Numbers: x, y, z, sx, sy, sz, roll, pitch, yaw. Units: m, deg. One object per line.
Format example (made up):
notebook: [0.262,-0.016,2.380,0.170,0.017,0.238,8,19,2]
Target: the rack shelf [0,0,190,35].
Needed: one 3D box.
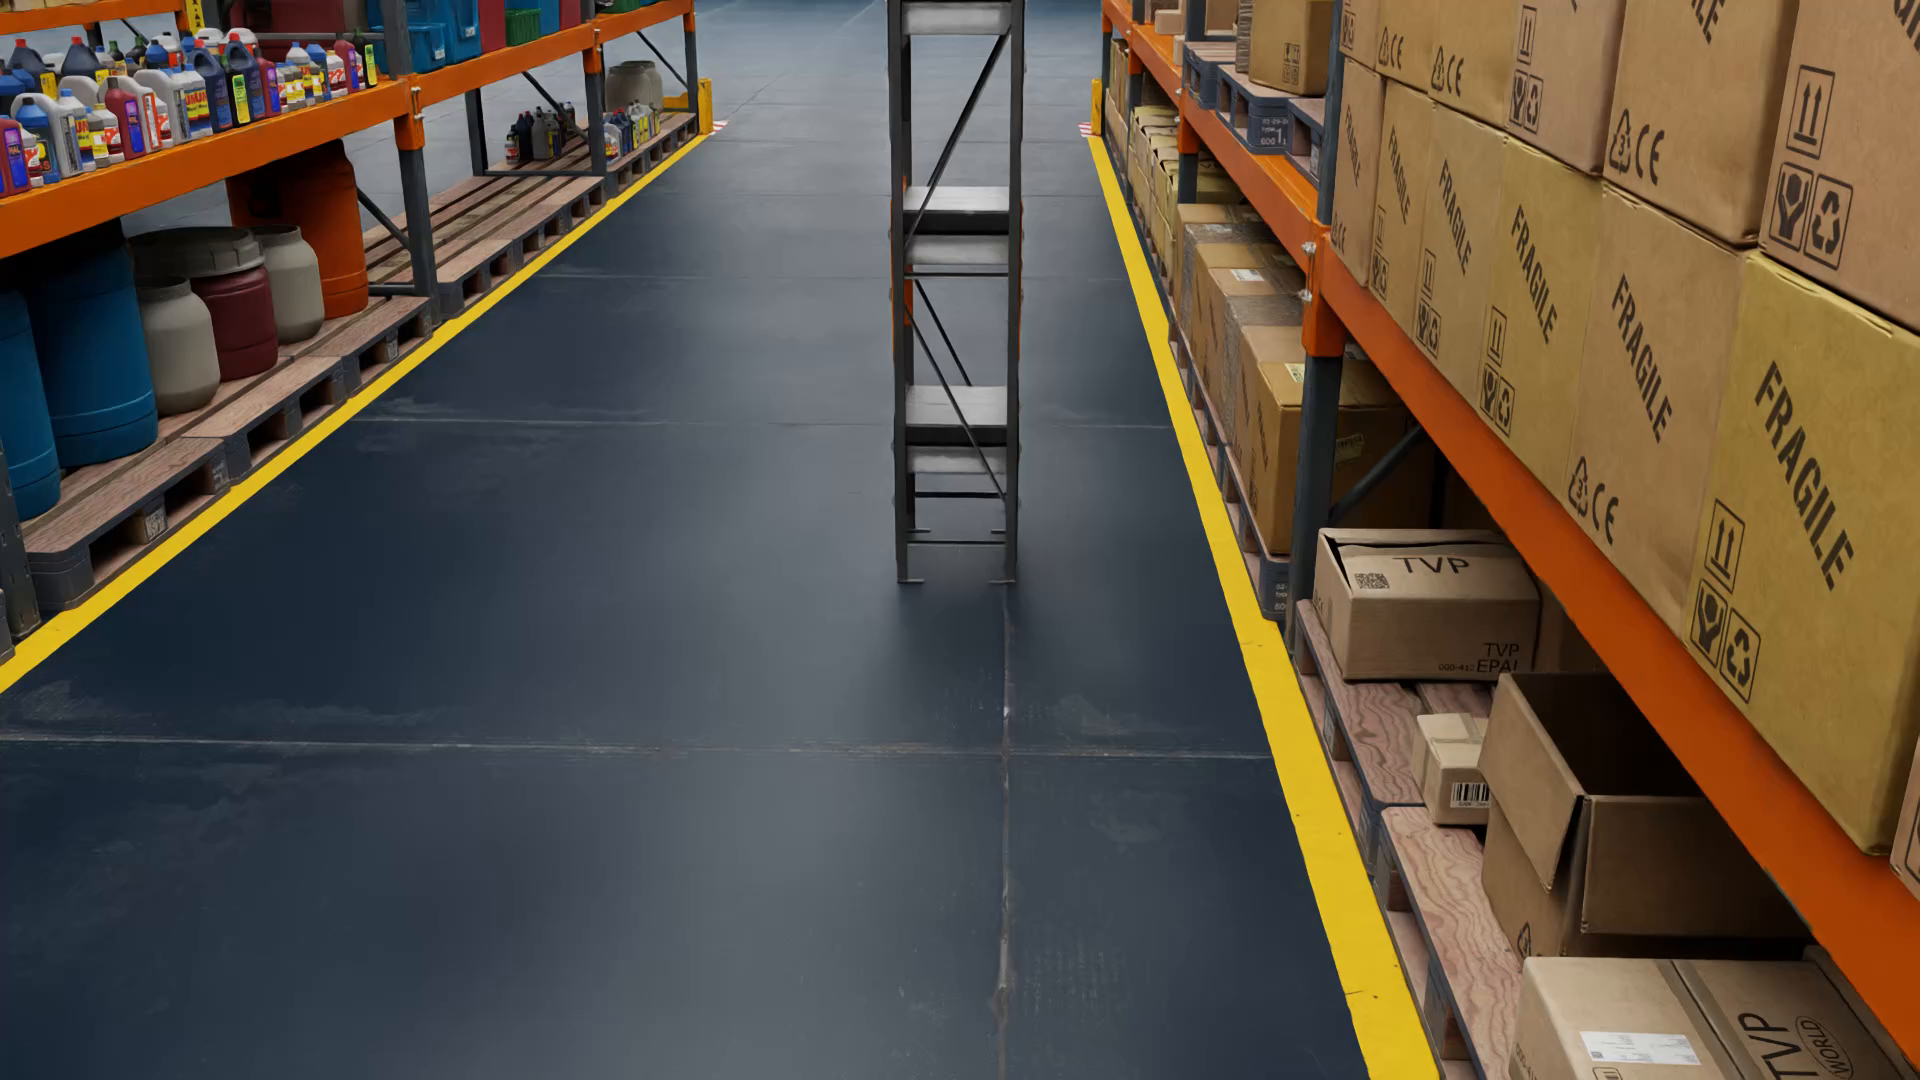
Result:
rack shelf: [-8.087,-4.444,14.330,1.077,0.370,4.000,1,21,2]

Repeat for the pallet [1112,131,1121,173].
pallet: [1.855,-3.375,14.436,1.003,0.211,1.213,1,21,2]

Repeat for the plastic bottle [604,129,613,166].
plastic bottle: [-2.749,-3.045,12.895,0.097,0.271,0.097,0,21,0]

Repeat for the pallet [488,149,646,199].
pallet: [-3.135,-2.944,13.325,1.003,0.211,1.213,1,21,2]

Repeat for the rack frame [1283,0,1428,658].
rack frame: [1.511,-1.053,4.597,1.000,3.000,0.127,1,21,2]

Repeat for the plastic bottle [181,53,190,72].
plastic bottle: [-3.543,-2.148,7.693,0.097,0.201,0.097,0,21,0]

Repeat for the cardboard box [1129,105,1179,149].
cardboard box: [1.493,-2.975,11.994,0.500,0.311,0.500,1,21,2]

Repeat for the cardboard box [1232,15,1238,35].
cardboard box: [1.687,-2.589,8.679,0.500,0.311,0.500,2,21,5]

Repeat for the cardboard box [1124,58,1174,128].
cardboard box: [1.577,-3.560,13.242,0.500,0.500,0.500,1,21,2]

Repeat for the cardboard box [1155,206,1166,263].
cardboard box: [1.417,-1.793,9.724,0.500,0.250,0.500,0,21,1]

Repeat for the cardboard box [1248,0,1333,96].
cardboard box: [1.503,-1.935,6.151,0.700,0.500,0.500,-5,22,-12]

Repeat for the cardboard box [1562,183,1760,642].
cardboard box: [1.164,-0.187,2.225,0.500,0.500,0.500,1,21,2]

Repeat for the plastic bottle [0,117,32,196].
plastic bottle: [-2.998,-1.231,5.216,0.061,0.283,0.133,1,21,2]

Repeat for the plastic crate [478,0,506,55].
plastic crate: [-2.963,-3.166,9.954,0.402,0.464,0.583,1,21,2]

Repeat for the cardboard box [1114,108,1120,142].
cardboard box: [1.590,-3.572,14.310,0.500,0.250,0.500,1,21,2]

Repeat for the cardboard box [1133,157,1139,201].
cardboard box: [1.477,-2.532,11.628,0.500,0.250,0.500,1,21,3]

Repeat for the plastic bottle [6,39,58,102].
plastic bottle: [-3.706,-1.821,6.643,0.144,0.351,0.185,1,21,2]

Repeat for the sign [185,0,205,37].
sign: [-3.868,-2.635,8.448,0.100,0.325,0.005,1,21,2]

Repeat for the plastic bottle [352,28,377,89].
plastic bottle: [-2.904,-2.350,8.101,0.061,0.283,0.133,1,21,2]

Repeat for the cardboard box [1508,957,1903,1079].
cardboard box: [1.218,0.927,2.686,0.500,0.250,0.500,1,21,2]

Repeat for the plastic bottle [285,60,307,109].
plastic bottle: [-2.948,-2.011,7.340,0.097,0.201,0.097,0,21,0]

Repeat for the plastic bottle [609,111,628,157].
plastic bottle: [-2.757,-3.259,13.336,0.144,0.351,0.185,1,21,3]

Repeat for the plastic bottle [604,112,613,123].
plastic bottle: [-2.888,-3.439,13.902,0.152,0.276,0.135,1,21,2]

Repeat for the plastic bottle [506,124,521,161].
plastic bottle: [-3.512,-3.118,13.066,0.061,0.283,0.133,2,21,4]

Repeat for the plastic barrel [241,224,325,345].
plastic barrel: [-3.244,-1.209,7.858,0.421,0.512,0.421,0,21,0]

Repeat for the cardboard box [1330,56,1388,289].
cardboard box: [1.223,-0.919,4.112,0.500,0.500,0.500,1,21,3]

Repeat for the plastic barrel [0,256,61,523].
plastic barrel: [-3.406,-0.523,5.551,0.600,0.901,0.708,1,21,2]

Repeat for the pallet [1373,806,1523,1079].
pallet: [1.455,0.937,3.322,1.003,0.211,1.213,1,21,2]

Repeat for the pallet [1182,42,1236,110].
pallet: [1.682,-2.164,7.726,1.213,0.211,1.003,1,21,2]

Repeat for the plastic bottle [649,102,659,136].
plastic bottle: [-2.678,-3.676,14.502,0.061,0.283,0.133,1,21,3]

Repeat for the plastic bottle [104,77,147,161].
plastic bottle: [-2.975,-1.504,5.920,0.061,0.283,0.133,1,21,2]

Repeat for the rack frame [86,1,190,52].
rack frame: [-8.026,-5.503,16.064,1.000,3.000,0.127,1,21,2]

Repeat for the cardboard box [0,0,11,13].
cardboard box: [-7.841,-4.285,13.273,0.380,0.149,0.250,1,21,2]

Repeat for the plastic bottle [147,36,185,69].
plastic bottle: [-3.669,-2.178,7.666,0.152,0.276,0.135,1,21,2]

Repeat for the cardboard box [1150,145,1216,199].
cardboard box: [1.430,-2.238,10.095,0.500,0.311,0.500,0,21,1]

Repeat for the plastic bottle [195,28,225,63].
plastic bottle: [-3.655,-2.345,8.097,0.152,0.276,0.135,1,21,2]

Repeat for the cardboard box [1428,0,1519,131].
cardboard box: [1.184,-1.027,3.008,0.500,0.500,0.500,0,21,0]

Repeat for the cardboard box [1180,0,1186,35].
cardboard box: [1.699,-3.525,10.828,0.500,0.500,0.500,2,21,6]

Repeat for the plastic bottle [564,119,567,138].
plastic bottle: [-3.452,-3.605,14.337,0.097,0.271,0.097,0,21,0]

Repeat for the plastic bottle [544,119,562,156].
plastic bottle: [-3.311,-3.250,13.416,0.152,0.276,0.135,1,21,2]

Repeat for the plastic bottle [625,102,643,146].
plastic bottle: [-2.739,-3.481,13.908,0.144,0.351,0.185,0,21,1]

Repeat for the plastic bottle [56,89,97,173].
plastic bottle: [-3.003,-1.386,5.633,0.097,0.271,0.097,0,21,0]

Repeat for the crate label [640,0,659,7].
crate label: [-2.861,-4.796,14.194,0.502,0.435,0.616,1,21,2]

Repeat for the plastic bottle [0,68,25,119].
plastic bottle: [-3.588,-1.648,6.307,0.097,0.271,0.097,0,21,0]

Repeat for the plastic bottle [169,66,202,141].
plastic bottle: [-2.979,-1.673,6.371,0.097,0.271,0.097,0,21,0]

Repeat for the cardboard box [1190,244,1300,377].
cardboard box: [1.303,-1.007,7.326,0.500,0.500,0.500,0,21,1]

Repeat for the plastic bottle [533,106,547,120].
plastic bottle: [-3.450,-3.394,13.684,0.144,0.351,0.185,1,21,1]

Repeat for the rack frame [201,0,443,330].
rack frame: [-3.318,-2.556,8.469,1.000,3.000,0.127,1,21,2]

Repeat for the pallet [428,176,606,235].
pallet: [-3.182,-2.417,11.968,1.003,0.211,1.213,1,21,2]

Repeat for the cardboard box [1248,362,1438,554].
cardboard box: [1.239,-0.275,5.438,0.500,0.500,0.500,1,21,1]

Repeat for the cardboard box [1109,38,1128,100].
cardboard box: [1.624,-4.284,15.106,0.500,0.500,0.500,1,21,2]

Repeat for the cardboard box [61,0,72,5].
cardboard box: [-7.846,-4.647,14.206,0.380,0.149,0.250,1,21,2]

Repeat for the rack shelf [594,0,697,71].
rack shelf: [-3.136,-4.390,14.190,1.077,0.370,4.000,1,21,2]

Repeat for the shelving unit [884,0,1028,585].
shelving unit: [-0.005,-0.919,5.495,0.431,2.100,0.503,1,21,2]

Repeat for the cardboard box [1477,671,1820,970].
cardboard box: [1.459,0.585,3.218,0.797,0.503,0.637,1,21,2]

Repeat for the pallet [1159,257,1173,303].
pallet: [1.697,-1.497,9.595,1.003,0.211,1.213,1,21,2]

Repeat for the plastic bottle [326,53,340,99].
plastic bottle: [-2.936,-2.152,7.703,0.097,0.201,0.097,0,21,0]

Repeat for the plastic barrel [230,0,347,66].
plastic barrel: [-3.607,-2.790,8.885,0.600,0.536,0.708,1,21,2]

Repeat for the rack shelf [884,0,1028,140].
rack shelf: [-0.005,-1.559,5.247,0.431,0.518,0.480,1,21,2]

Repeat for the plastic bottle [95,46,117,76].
plastic bottle: [-3.711,-2.002,7.220,0.097,0.271,0.097,0,21,0]
